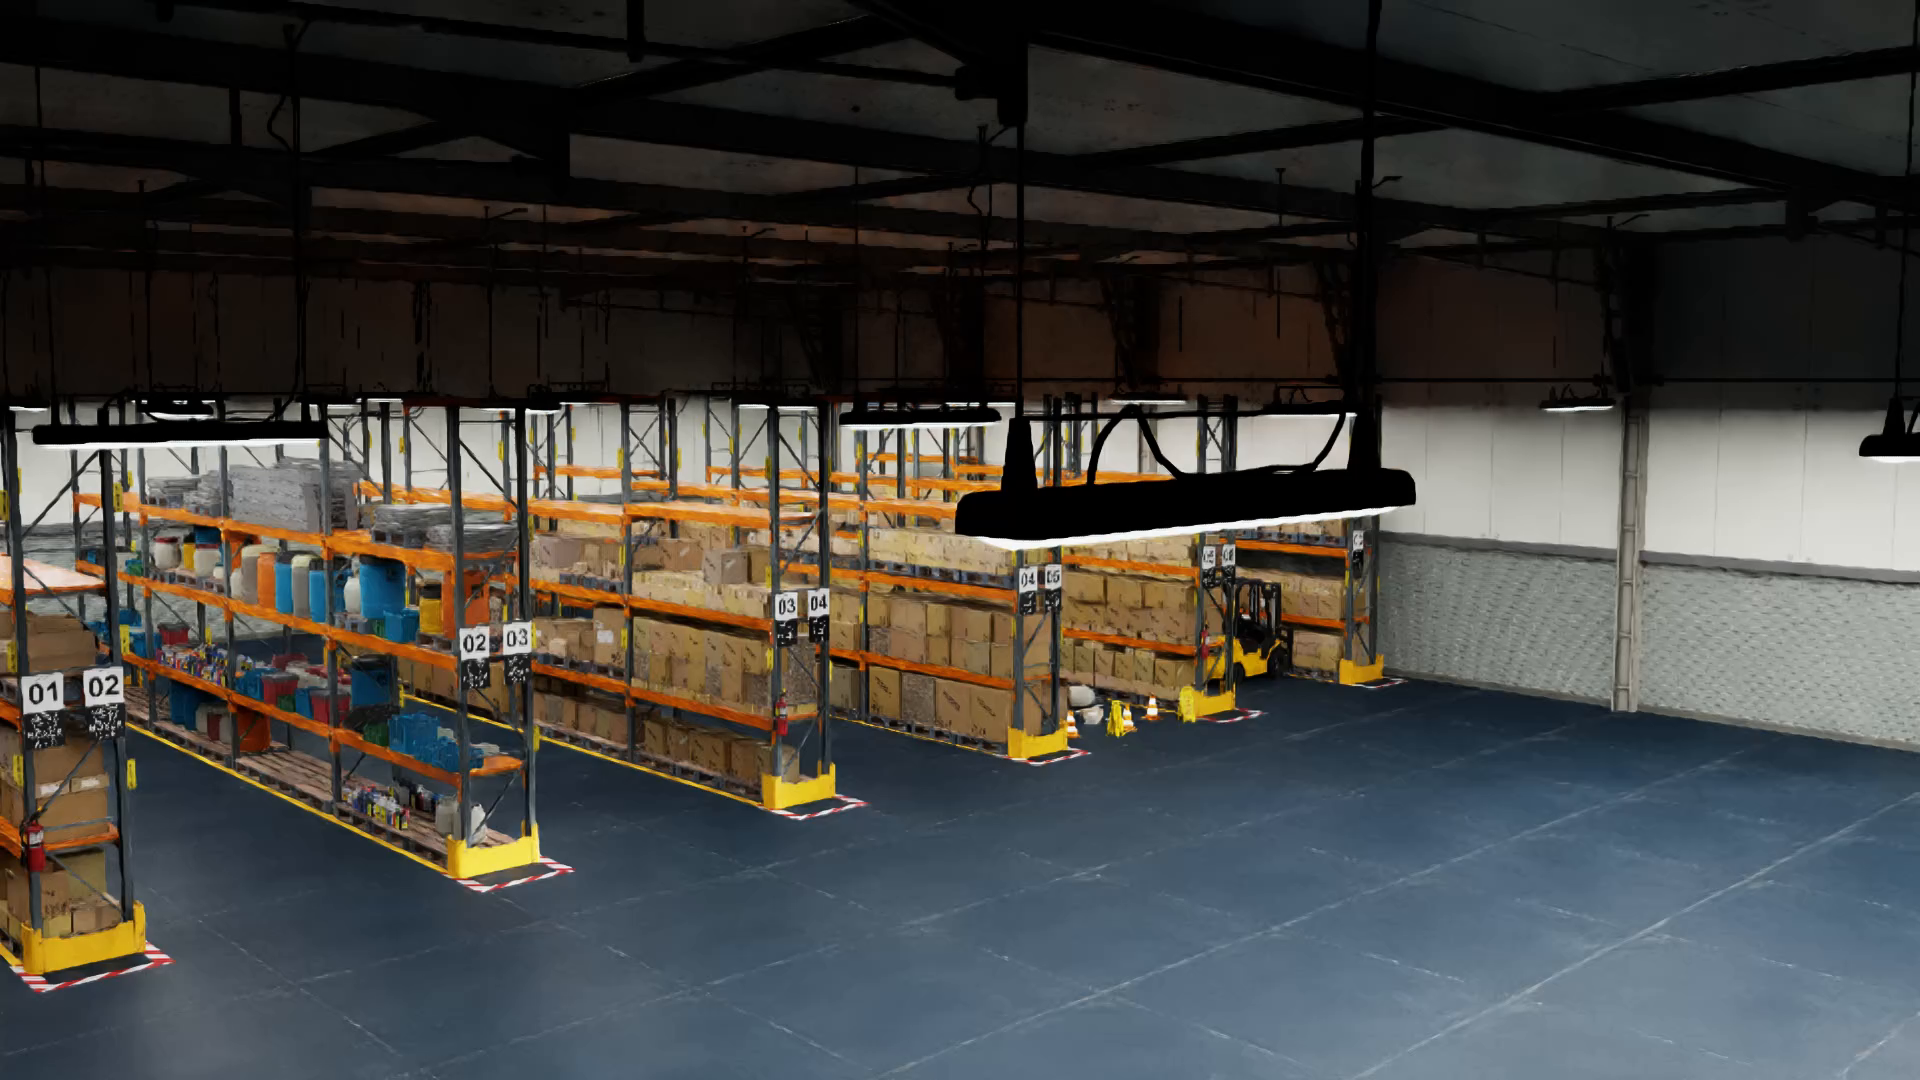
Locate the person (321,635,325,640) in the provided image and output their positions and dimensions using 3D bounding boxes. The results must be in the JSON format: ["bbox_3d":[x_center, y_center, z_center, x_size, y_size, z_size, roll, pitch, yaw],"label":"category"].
[{"bbox_3d":[-15.382,1.534,40.369,0.702,1.779,0.459,1,6,12],"label":"person"}]
